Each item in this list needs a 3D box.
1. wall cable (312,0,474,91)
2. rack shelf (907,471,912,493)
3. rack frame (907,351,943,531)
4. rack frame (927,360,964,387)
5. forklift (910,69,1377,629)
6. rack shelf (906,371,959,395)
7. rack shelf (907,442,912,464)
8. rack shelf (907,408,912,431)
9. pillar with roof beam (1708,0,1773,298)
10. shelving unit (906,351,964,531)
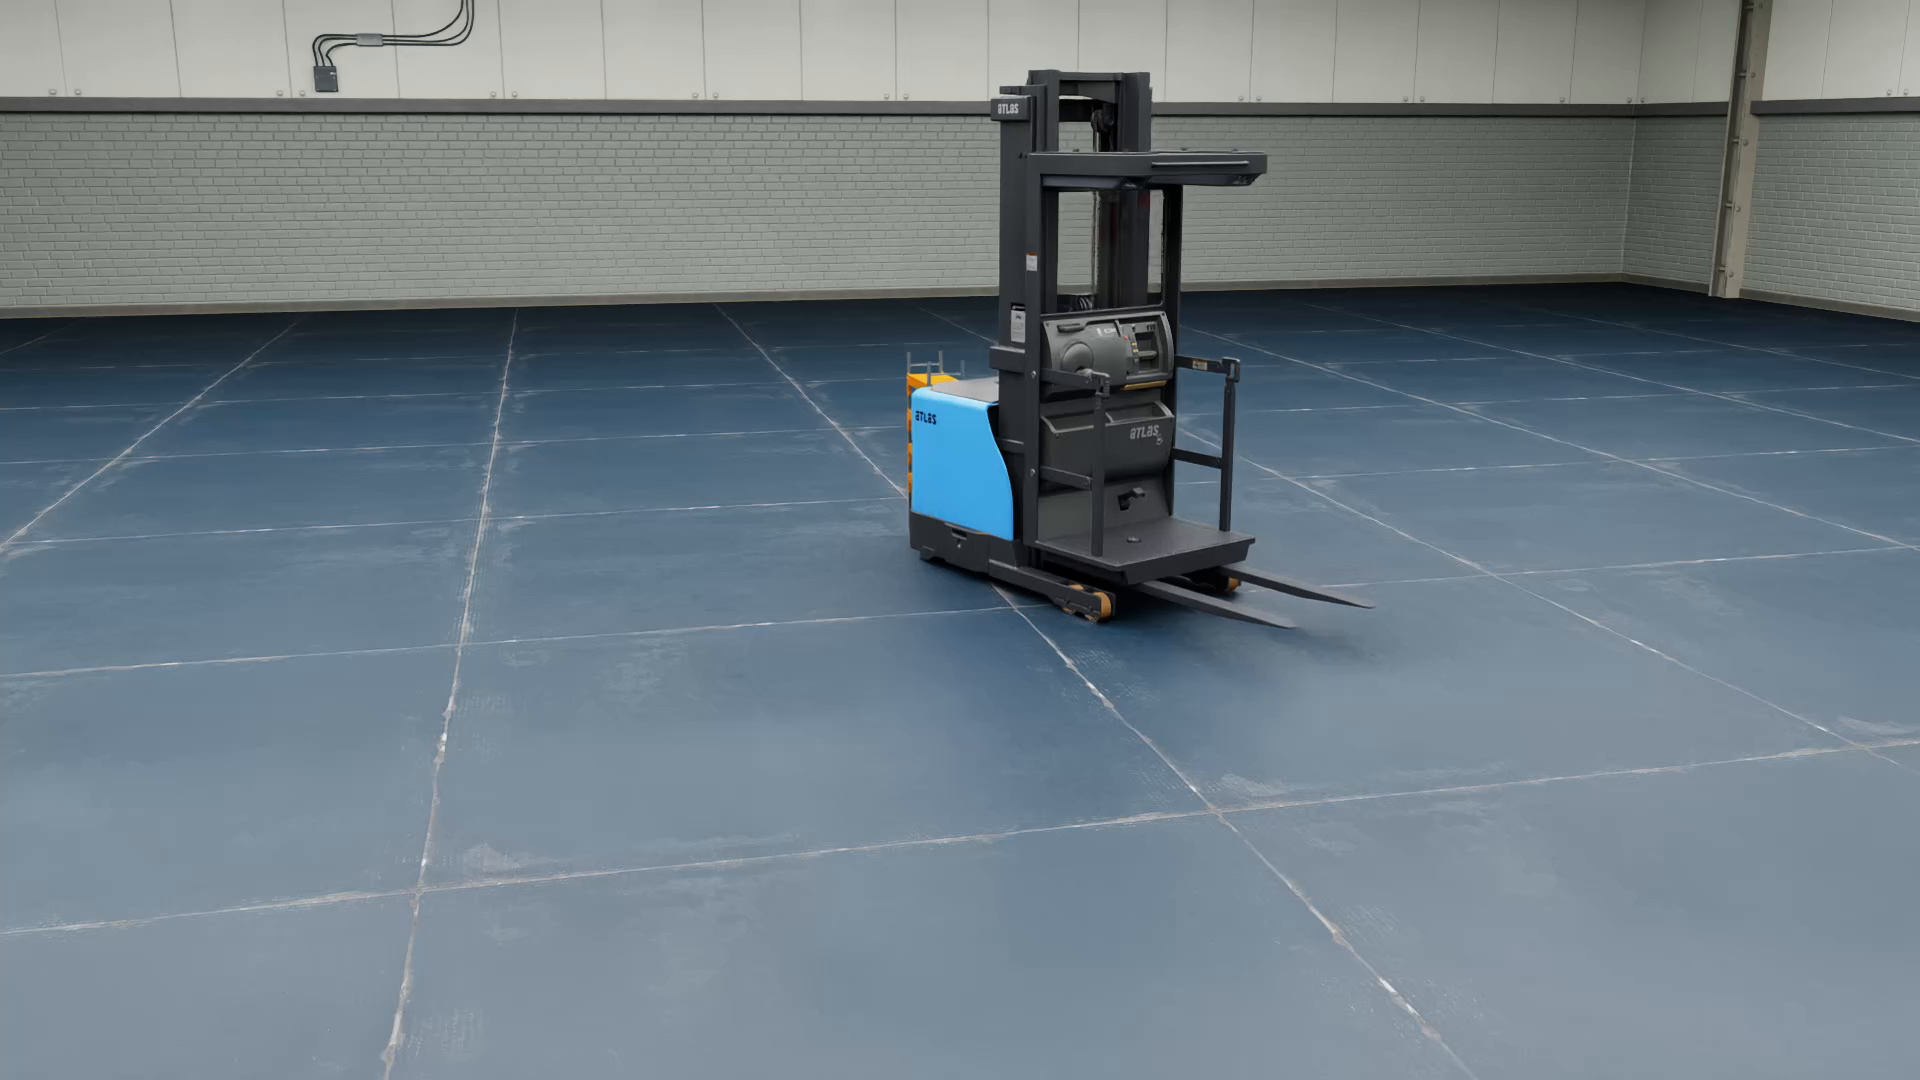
[{"bbox_3d":[-8.279,-9.530,23.807,2.305,6.003,0.169,-3,14,-13],"label":"wall cable"},{"bbox_3d":[-0.159,-0.342,10.918,0.258,0.148,0.480,-4,14,-16],"label":"rack shelf"},{"bbox_3d":[-0.230,-0.655,11.082,0.240,1.200,0.015,-4,14,-16],"label":"rack frame"},{"bbox_3d":[-0.089,-0.545,10.628,0.240,1.200,0.015,-4,14,-16],"label":"rack frame"},{"bbox_3d":[0.977,-1.107,9.281,1.130,2.935,3.031,-10,17,-36],"label":"forklift"},{"bbox_3d":[-0.159,-0.982,10.762,0.258,0.148,0.480,-4,14,-16],"label":"rack shelf"},{"bbox_3d":[-0.159,-0.535,10.871,0.258,0.148,0.480,-4,14,-16],"label":"rack shelf"},{"bbox_3d":[-0.159,-0.752,10.818,0.258,0.148,0.480,-4,14,-16],"label":"rack shelf"},{"bbox_3d":[8.330,-8.115,25.181,9.100,9.000,0.400,-3,14,-13],"label":"pillar with roof beam"},{"bbox_3d":[-0.159,-0.600,10.855,0.258,1.200,0.503,-4,14,-16],"label":"shelving unit"}]
